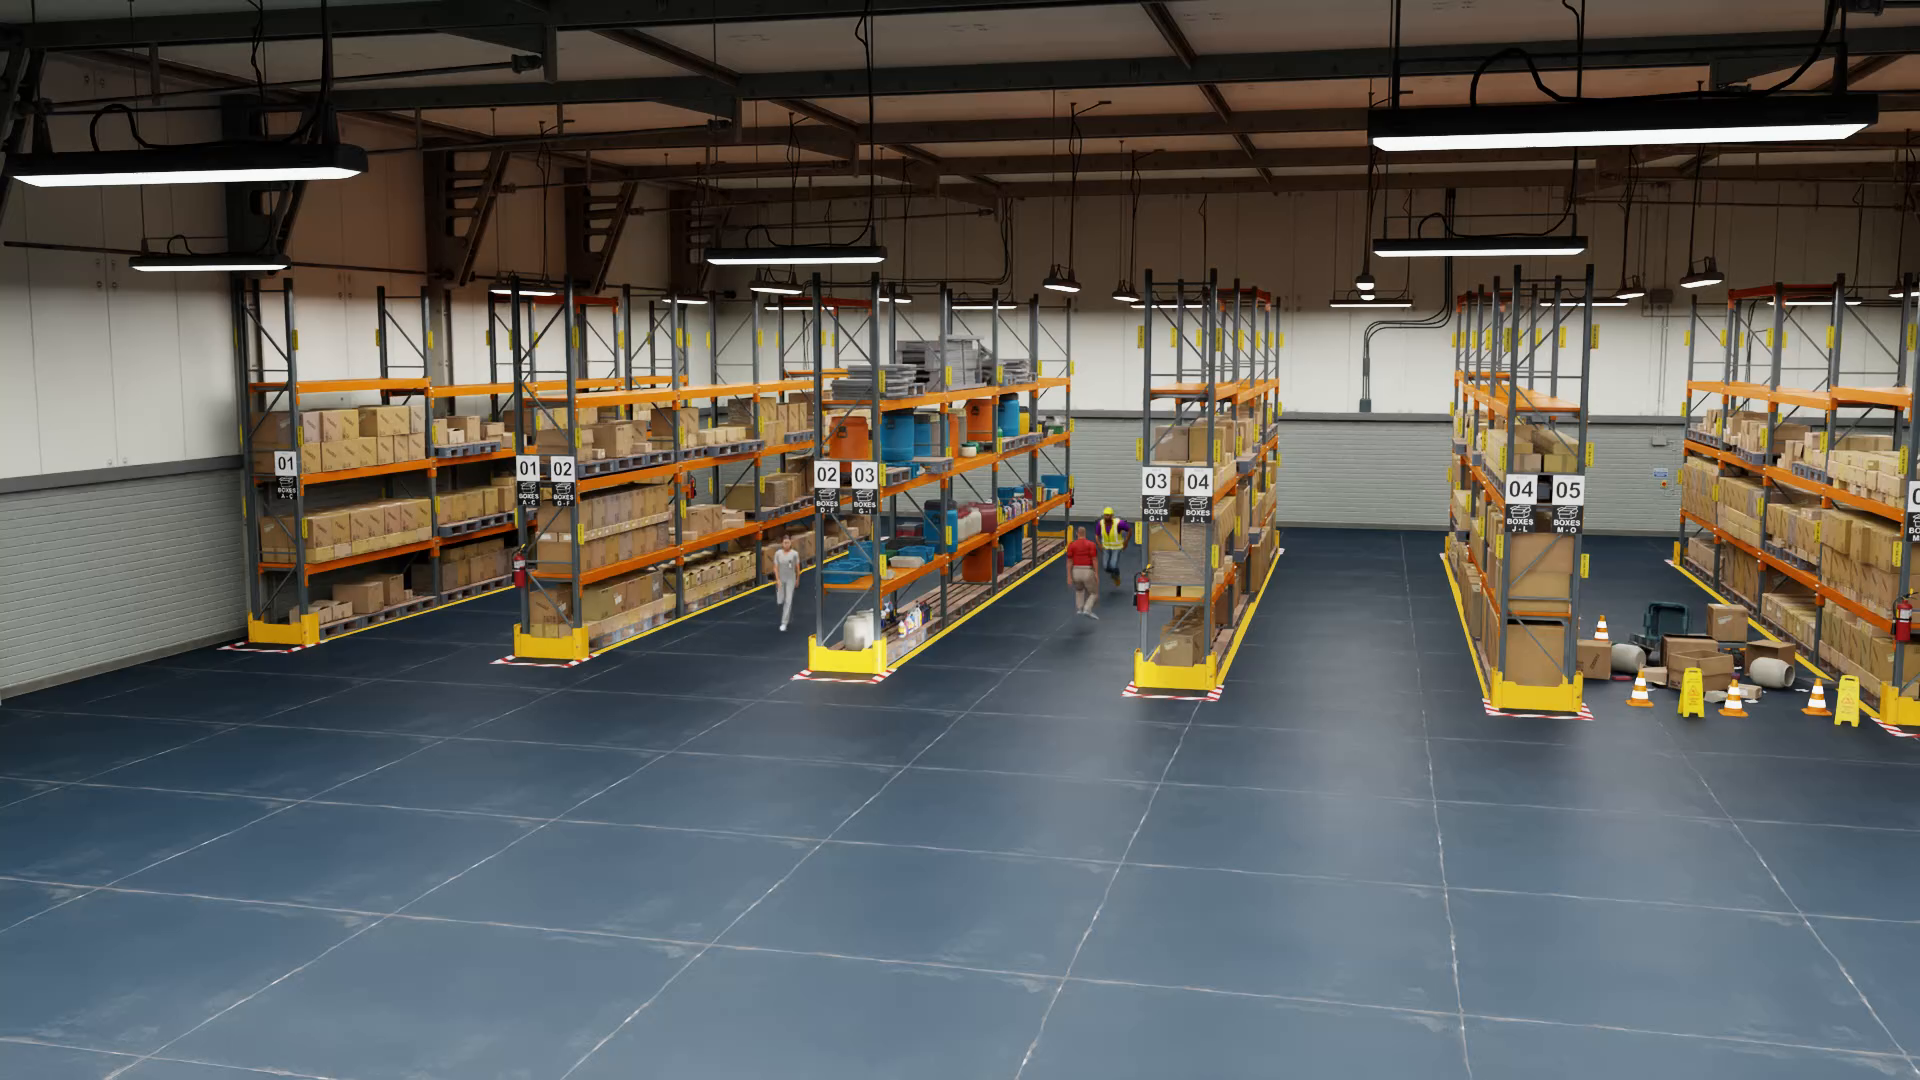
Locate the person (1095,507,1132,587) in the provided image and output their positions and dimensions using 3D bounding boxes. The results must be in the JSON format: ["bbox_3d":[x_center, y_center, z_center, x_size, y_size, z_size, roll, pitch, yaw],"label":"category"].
[{"bbox_3d":[3.027,0.137,32.918,0.744,1.608,0.717,3,7,22],"label":"person"}]

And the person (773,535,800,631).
[{"bbox_3d":[-3.034,0.717,28.953,0.436,1.615,0.963,1,7,5],"label":"person"}]

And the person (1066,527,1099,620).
[{"bbox_3d":[2.136,0.570,28.759,0.597,1.596,0.650,2,7,17],"label":"person"}]
